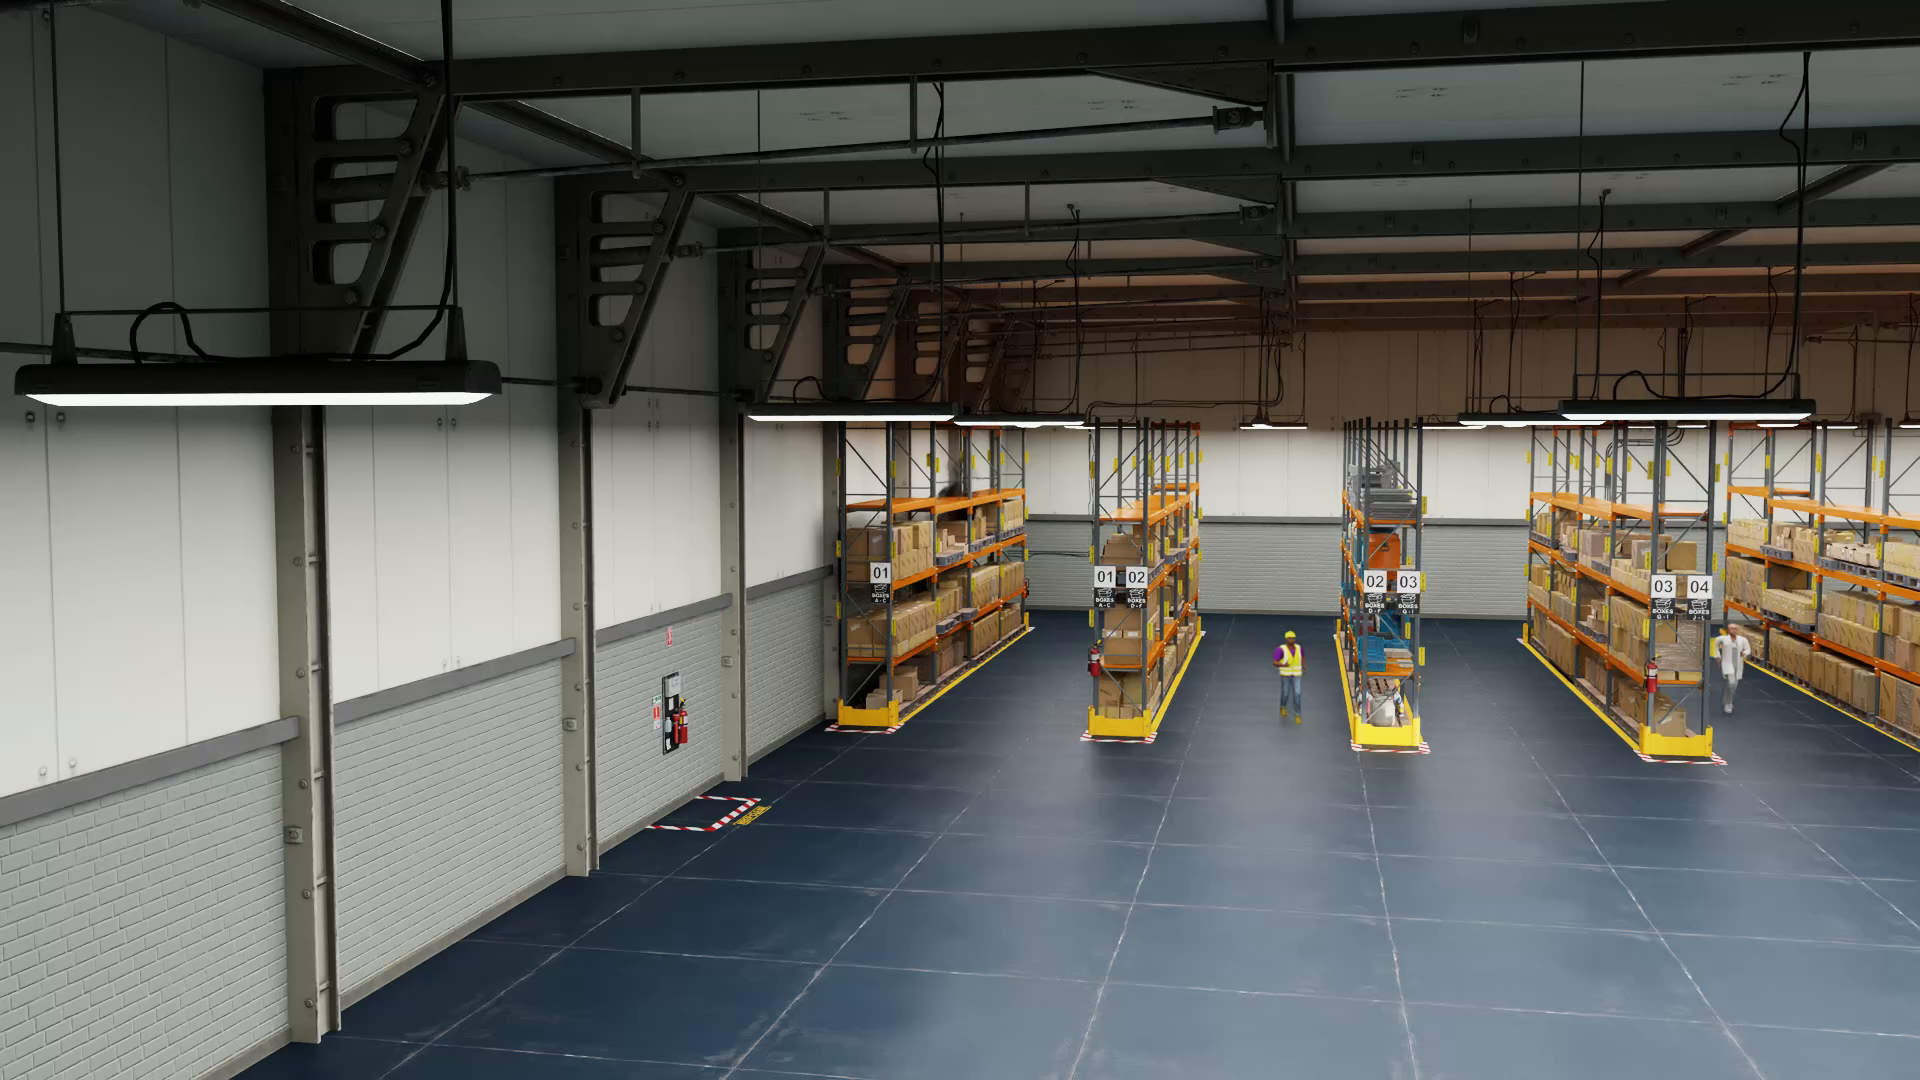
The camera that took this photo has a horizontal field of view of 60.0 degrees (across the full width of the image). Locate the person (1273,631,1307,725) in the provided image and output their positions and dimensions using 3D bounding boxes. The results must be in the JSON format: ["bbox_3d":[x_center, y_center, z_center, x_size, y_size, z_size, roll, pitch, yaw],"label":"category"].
[{"bbox_3d":[6.518,2.682,32.808,0.692,1.774,0.975,0,4,-3],"label":"person"}]

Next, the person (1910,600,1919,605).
[{"bbox_3d":[25.768,2.044,44.487,0.739,1.699,0.634,1,4,16],"label":"person"}]

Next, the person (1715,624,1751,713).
[{"bbox_3d":[15.850,2.729,34.134,0.678,1.629,0.796,0,4,5],"label":"person"}]

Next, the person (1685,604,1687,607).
[{"bbox_3d":[19.889,2.011,45.185,0.645,1.647,0.734,-1,4,-22],"label":"person"}]
